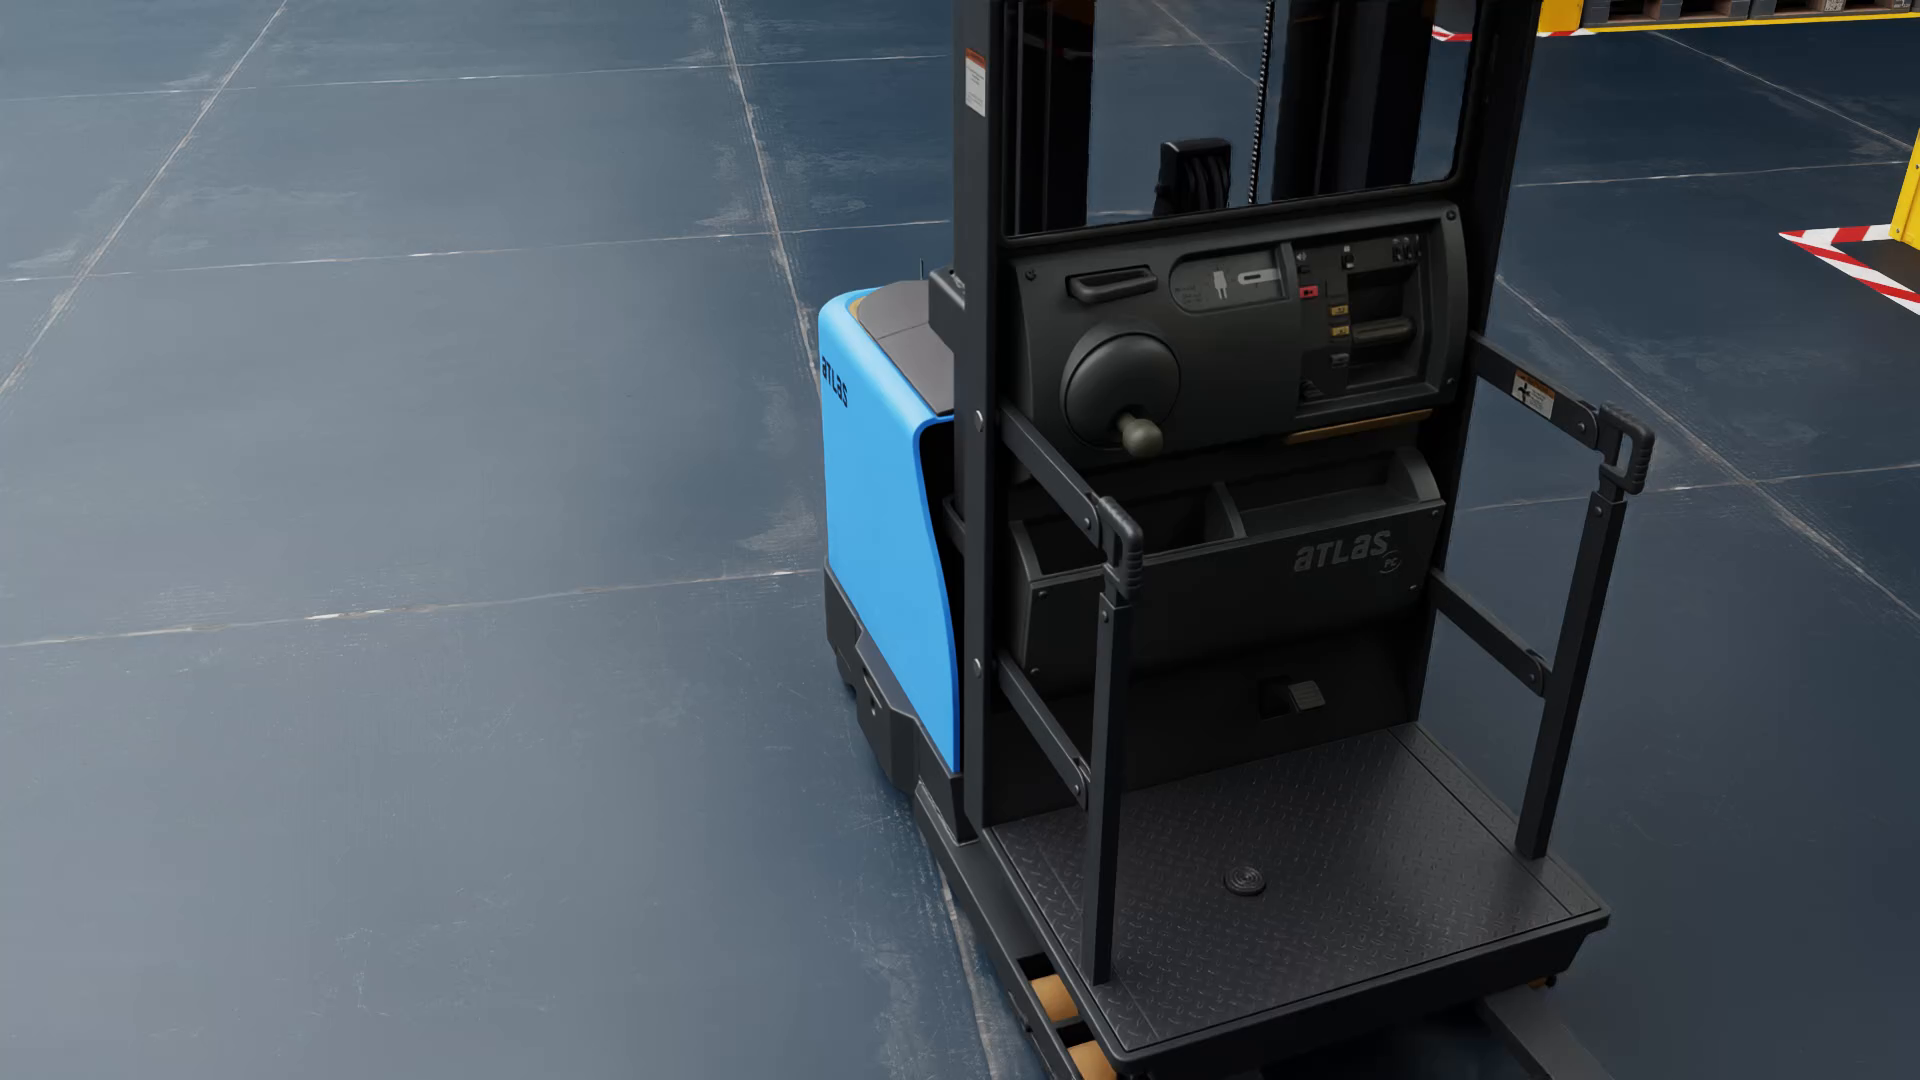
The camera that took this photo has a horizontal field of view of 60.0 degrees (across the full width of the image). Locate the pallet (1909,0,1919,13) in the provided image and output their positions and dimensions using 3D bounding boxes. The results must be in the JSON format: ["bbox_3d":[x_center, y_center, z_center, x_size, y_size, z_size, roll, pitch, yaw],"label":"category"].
[{"bbox_3d":[7.033,-4.004,11.851,1.213,0.211,1.003,-5,31,-9],"label":"pallet"}]

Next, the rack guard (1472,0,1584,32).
[{"bbox_3d":[3.827,-3.849,11.303,0.348,0.500,1.175,-5,31,-9],"label":"rack guard"}]

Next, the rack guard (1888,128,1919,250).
[{"bbox_3d":[4.523,-1.358,7.066,0.348,0.500,1.175,-5,31,-9],"label":"rack guard"}]

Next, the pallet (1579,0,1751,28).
[{"bbox_3d":[4.632,-3.781,11.472,1.213,0.211,1.003,-5,31,-9],"label":"pallet"}]

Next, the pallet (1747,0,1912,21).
[{"bbox_3d":[5.830,-3.891,11.659,1.213,0.211,1.003,-5,31,-9],"label":"pallet"}]

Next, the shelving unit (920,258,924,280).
[{"bbox_3d":[0.008,-0.389,5.023,0.210,0.900,0.258,-5,31,-9],"label":"shelving unit"}]

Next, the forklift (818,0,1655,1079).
[{"bbox_3d":[0.623,-0.346,2.947,1.130,2.935,3.031,-11,32,-18],"label":"forklift"}]

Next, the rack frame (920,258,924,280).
[{"bbox_3d":[-0.092,-0.379,5.007,0.006,0.900,0.240,-5,31,-9],"label":"rack frame"}]
